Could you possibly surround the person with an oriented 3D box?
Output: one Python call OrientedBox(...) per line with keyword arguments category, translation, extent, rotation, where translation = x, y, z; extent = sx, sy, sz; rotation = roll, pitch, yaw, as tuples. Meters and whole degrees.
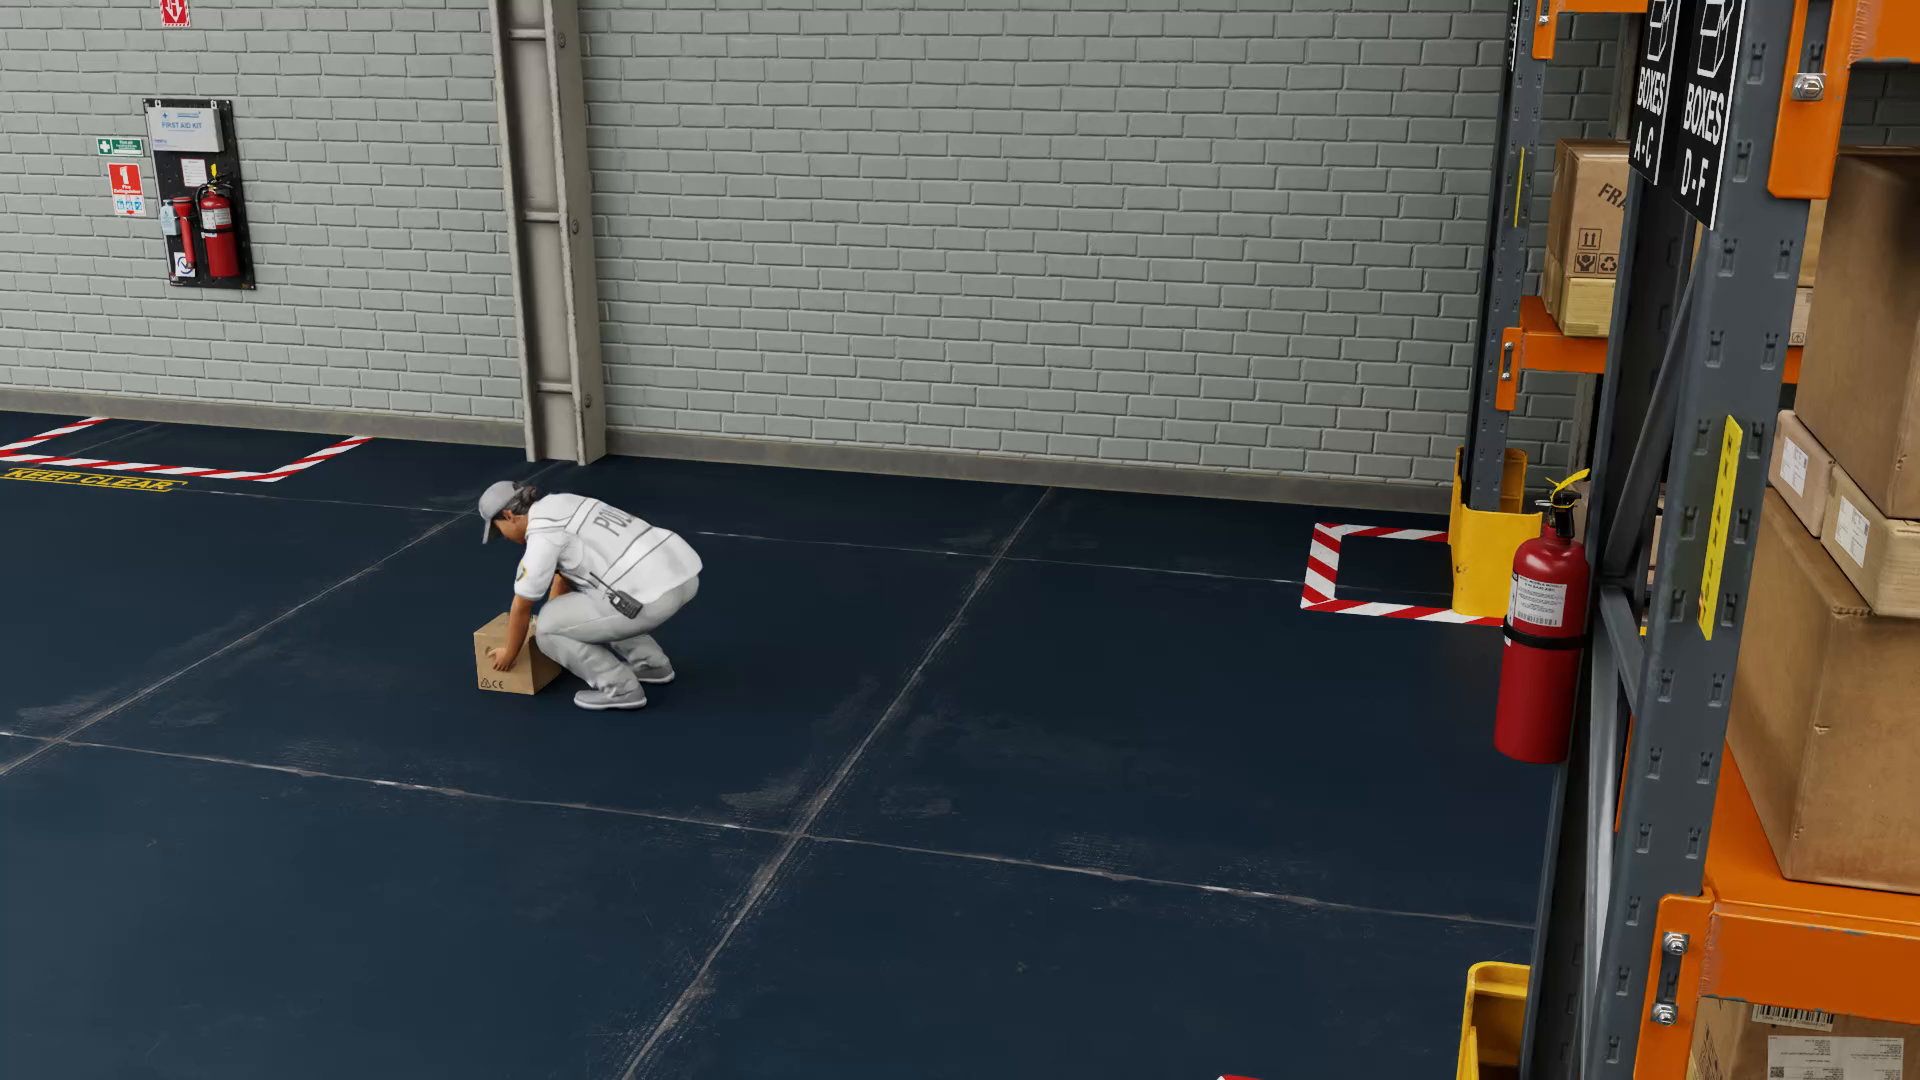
OrientedBox(category="person", translation=(-1.480, 0.202, 6.687), extent=(0.861, 0.890, 0.522), rotation=(5, 19, 13))
